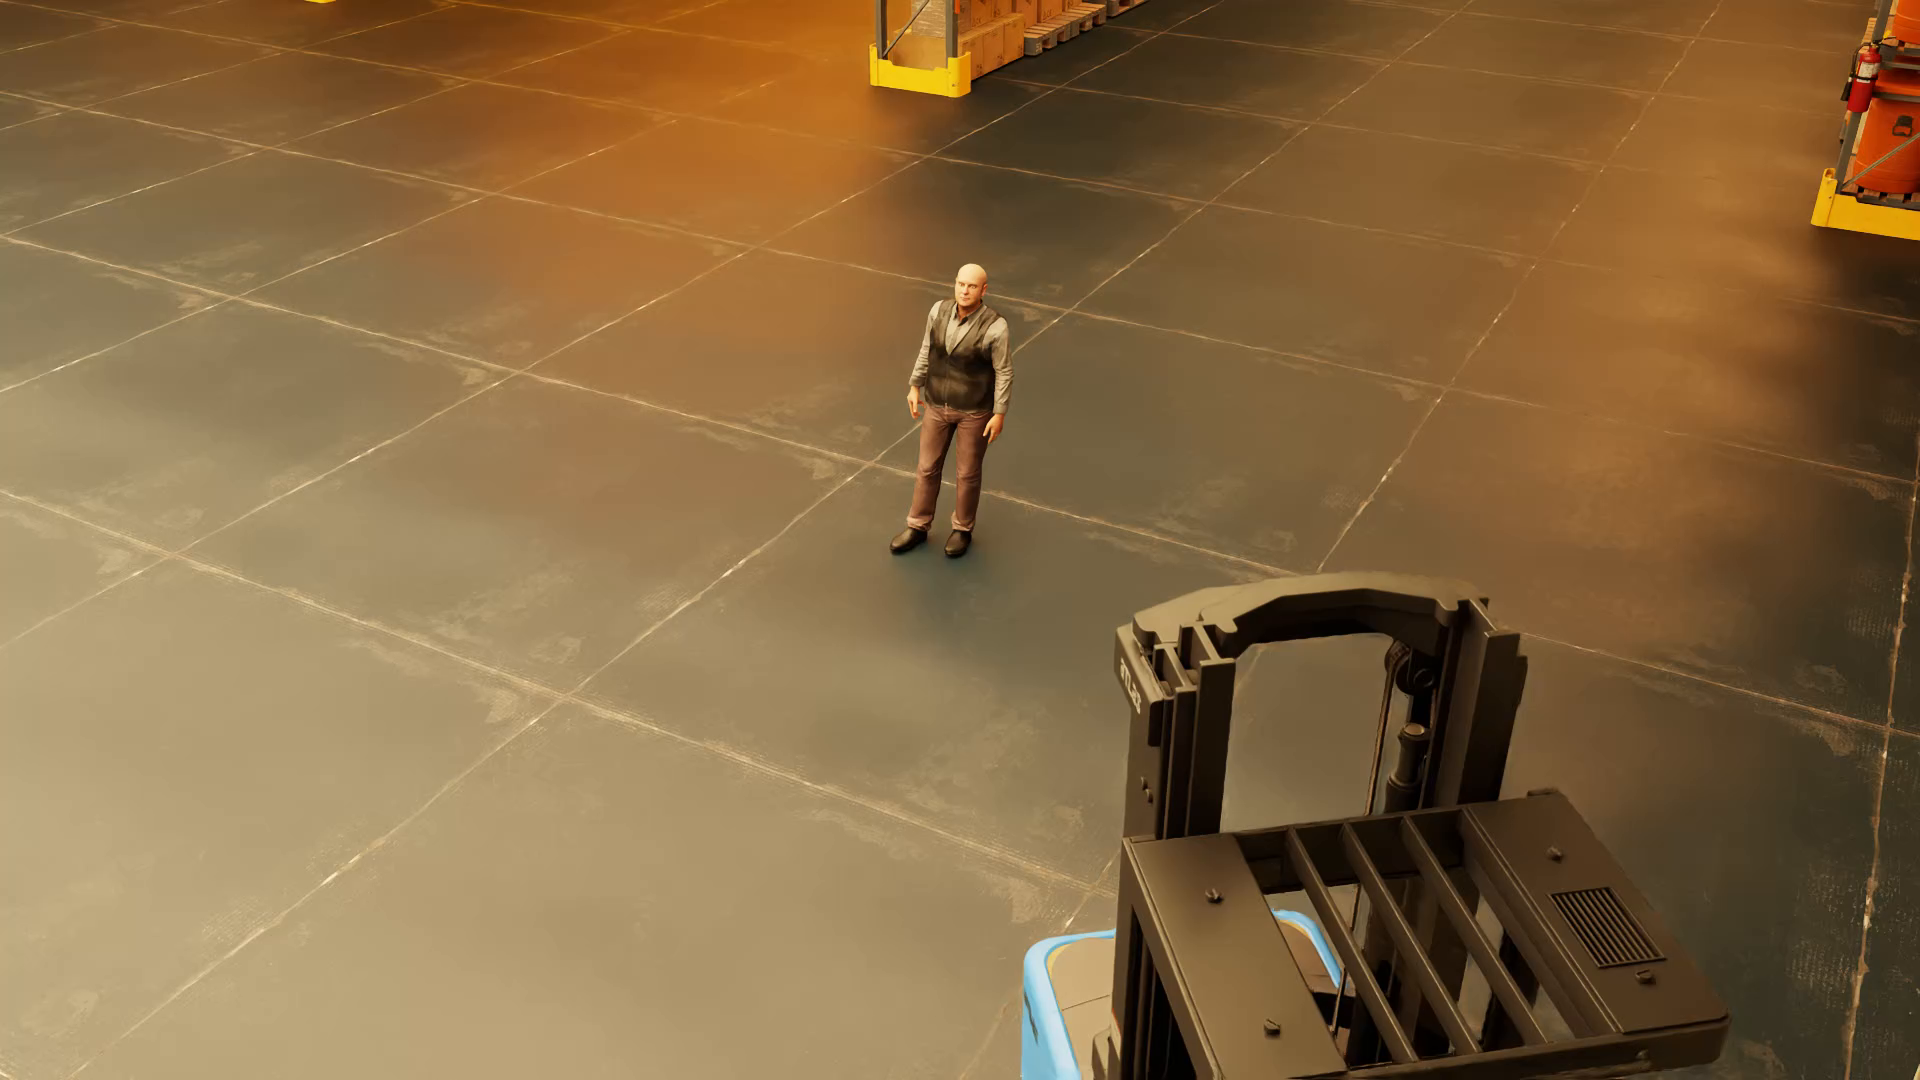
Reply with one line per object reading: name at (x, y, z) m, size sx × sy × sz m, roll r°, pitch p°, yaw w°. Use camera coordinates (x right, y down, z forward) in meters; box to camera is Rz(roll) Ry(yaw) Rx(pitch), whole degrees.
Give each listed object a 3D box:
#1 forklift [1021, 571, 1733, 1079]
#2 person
forklift at (0.959, 1.678, 4.163) m, size 1.130 × 2.935 × 3.031 m, roll -5°, pitch 30°, yaw -9°
person at (-0.037, -0.726, 9.524) m, size 0.633 × 1.722 × 0.566 m, roll 15°, pitch 33°, yaw 25°
